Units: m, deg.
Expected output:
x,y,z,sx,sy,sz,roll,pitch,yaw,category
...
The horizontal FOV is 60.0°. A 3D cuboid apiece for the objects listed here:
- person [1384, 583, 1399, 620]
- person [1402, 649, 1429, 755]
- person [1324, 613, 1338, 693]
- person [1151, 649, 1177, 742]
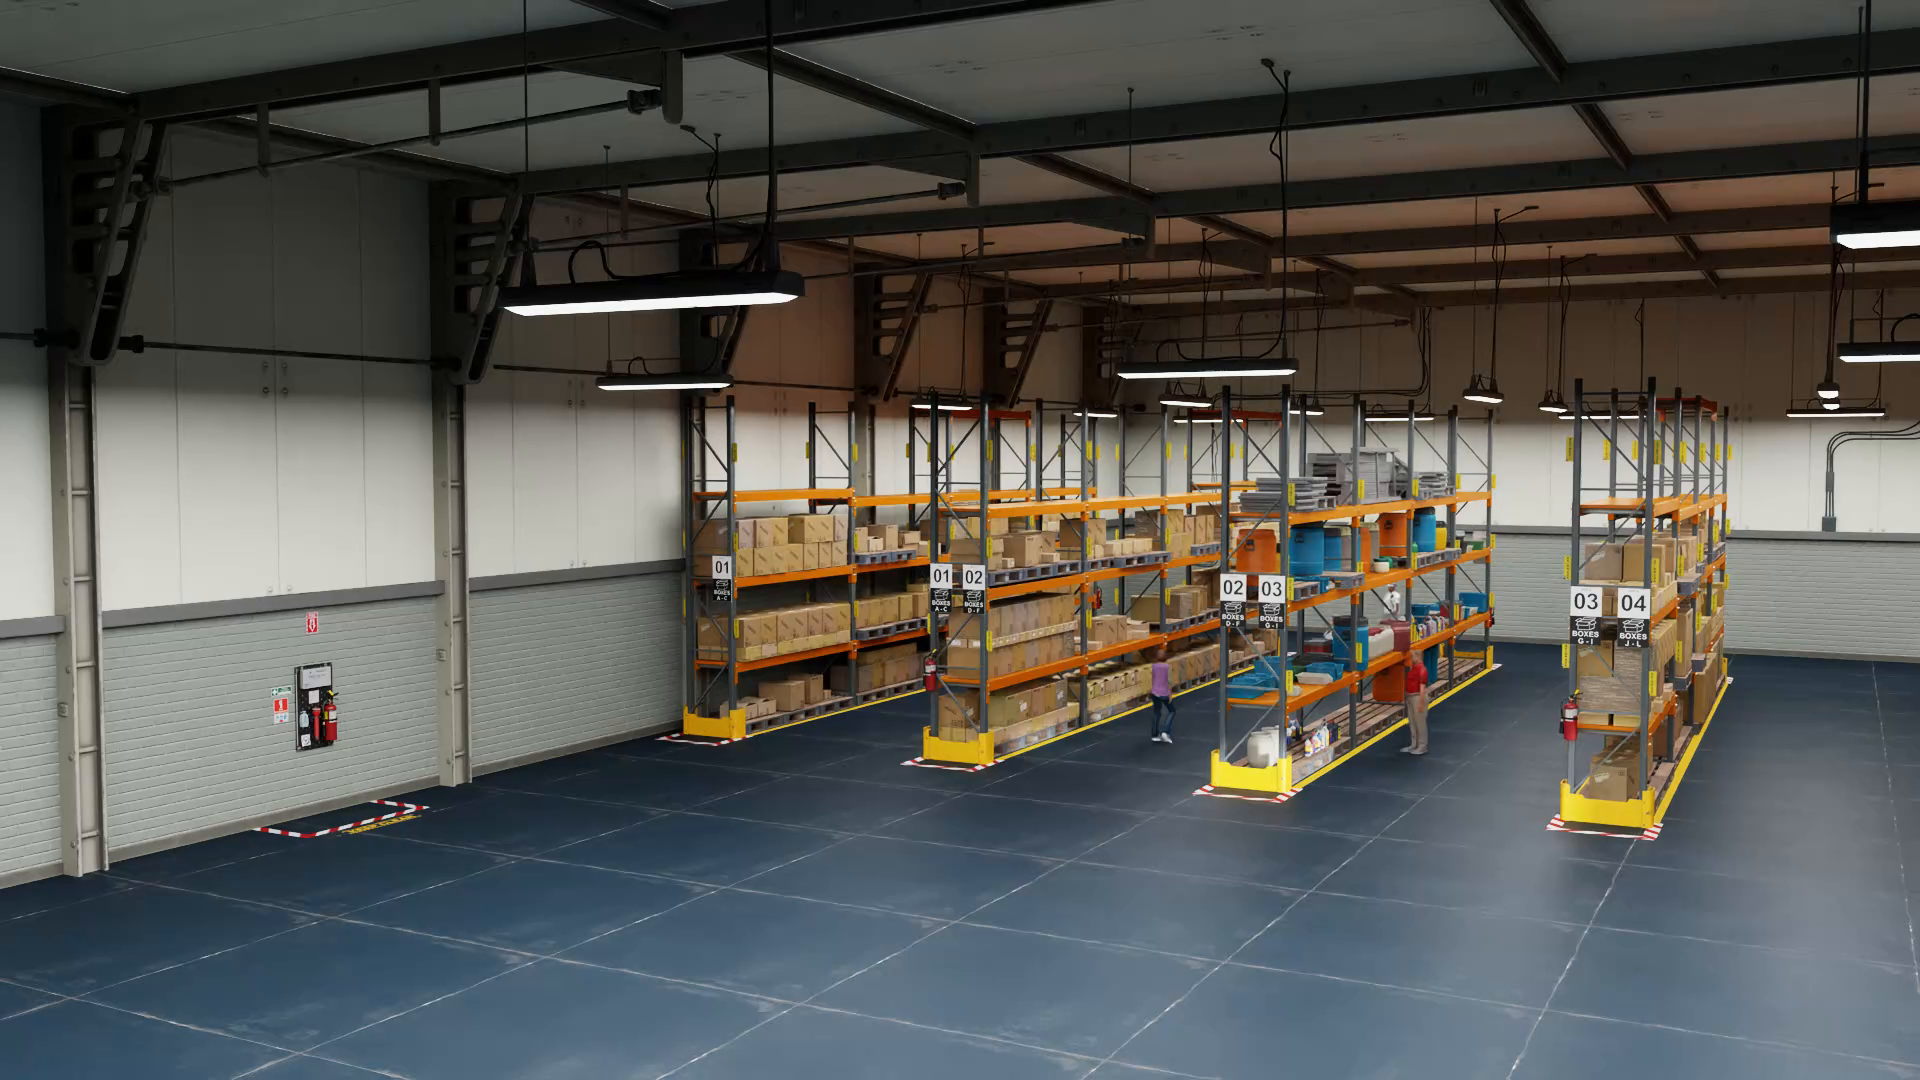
x,y,z,sx,sy,sz,roll,pitch,yaw,category
11.136,1.905,42.816,0.749,1.678,0.456,-2,3,-29,person
7.581,2.677,27.603,0.378,1.738,0.550,0,3,-4,person
7.648,2.358,34.501,0.569,1.672,0.513,0,3,-9,person
3.505,2.694,28.689,0.431,1.631,0.492,-2,4,-36,person
